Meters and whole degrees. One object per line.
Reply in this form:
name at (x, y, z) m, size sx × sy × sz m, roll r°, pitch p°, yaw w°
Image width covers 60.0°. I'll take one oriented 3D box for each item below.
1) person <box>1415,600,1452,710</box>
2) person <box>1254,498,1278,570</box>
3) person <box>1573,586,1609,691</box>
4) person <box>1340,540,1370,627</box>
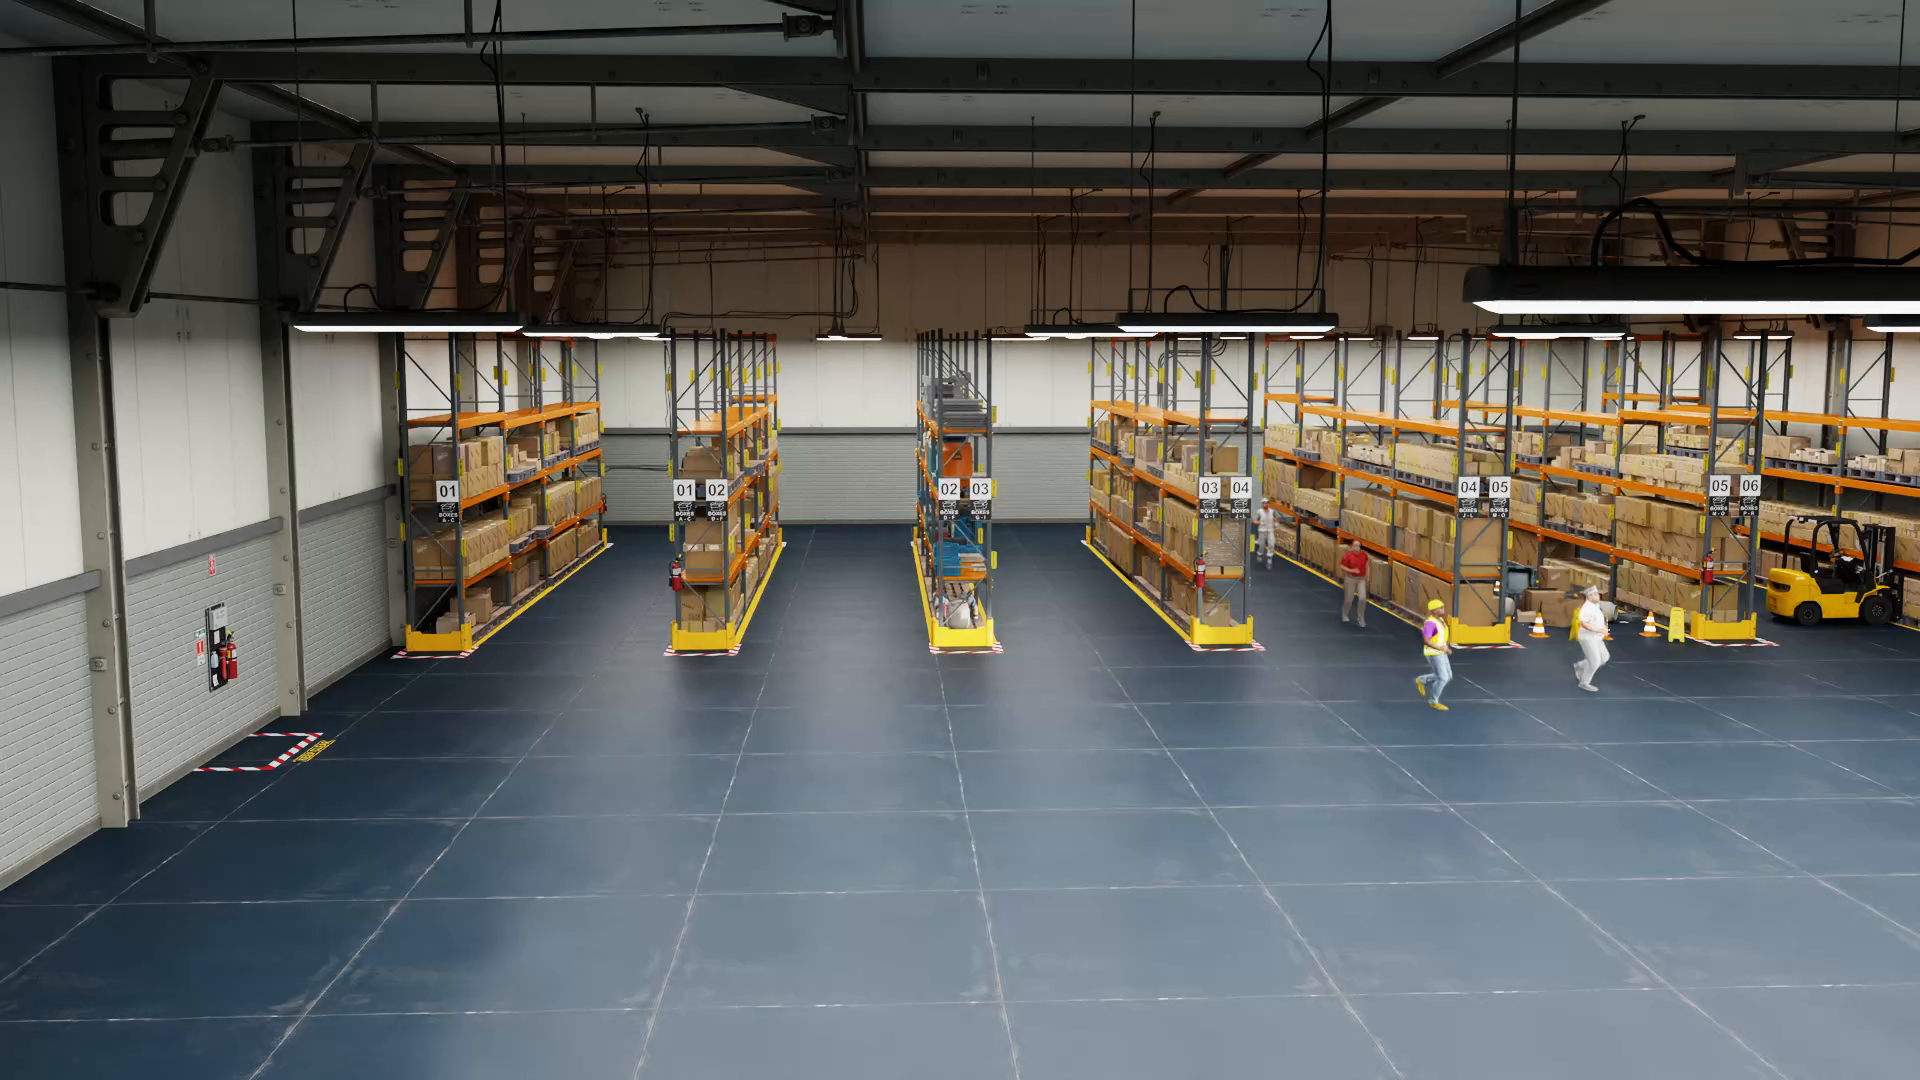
person at (7.471, 1.794, 26.212) m, size 0.613 × 1.727 × 0.736 m, roll 4°, pitch 8°, yaw 30°
person at (7.844, -0.174, 42.604) m, size 0.665 × 1.810 × 0.899 m, roll 0°, pitch 7°, yaw -1°
person at (10.492, 1.617, 27.560) m, size 0.571 × 1.751 × 0.705 m, roll 5°, pitch 8°, yaw 37°
person at (8.054, 0.901, 33.891) m, size 0.683 × 1.821 × 0.783 m, roll -1°, pitch 7°, yaw -7°
